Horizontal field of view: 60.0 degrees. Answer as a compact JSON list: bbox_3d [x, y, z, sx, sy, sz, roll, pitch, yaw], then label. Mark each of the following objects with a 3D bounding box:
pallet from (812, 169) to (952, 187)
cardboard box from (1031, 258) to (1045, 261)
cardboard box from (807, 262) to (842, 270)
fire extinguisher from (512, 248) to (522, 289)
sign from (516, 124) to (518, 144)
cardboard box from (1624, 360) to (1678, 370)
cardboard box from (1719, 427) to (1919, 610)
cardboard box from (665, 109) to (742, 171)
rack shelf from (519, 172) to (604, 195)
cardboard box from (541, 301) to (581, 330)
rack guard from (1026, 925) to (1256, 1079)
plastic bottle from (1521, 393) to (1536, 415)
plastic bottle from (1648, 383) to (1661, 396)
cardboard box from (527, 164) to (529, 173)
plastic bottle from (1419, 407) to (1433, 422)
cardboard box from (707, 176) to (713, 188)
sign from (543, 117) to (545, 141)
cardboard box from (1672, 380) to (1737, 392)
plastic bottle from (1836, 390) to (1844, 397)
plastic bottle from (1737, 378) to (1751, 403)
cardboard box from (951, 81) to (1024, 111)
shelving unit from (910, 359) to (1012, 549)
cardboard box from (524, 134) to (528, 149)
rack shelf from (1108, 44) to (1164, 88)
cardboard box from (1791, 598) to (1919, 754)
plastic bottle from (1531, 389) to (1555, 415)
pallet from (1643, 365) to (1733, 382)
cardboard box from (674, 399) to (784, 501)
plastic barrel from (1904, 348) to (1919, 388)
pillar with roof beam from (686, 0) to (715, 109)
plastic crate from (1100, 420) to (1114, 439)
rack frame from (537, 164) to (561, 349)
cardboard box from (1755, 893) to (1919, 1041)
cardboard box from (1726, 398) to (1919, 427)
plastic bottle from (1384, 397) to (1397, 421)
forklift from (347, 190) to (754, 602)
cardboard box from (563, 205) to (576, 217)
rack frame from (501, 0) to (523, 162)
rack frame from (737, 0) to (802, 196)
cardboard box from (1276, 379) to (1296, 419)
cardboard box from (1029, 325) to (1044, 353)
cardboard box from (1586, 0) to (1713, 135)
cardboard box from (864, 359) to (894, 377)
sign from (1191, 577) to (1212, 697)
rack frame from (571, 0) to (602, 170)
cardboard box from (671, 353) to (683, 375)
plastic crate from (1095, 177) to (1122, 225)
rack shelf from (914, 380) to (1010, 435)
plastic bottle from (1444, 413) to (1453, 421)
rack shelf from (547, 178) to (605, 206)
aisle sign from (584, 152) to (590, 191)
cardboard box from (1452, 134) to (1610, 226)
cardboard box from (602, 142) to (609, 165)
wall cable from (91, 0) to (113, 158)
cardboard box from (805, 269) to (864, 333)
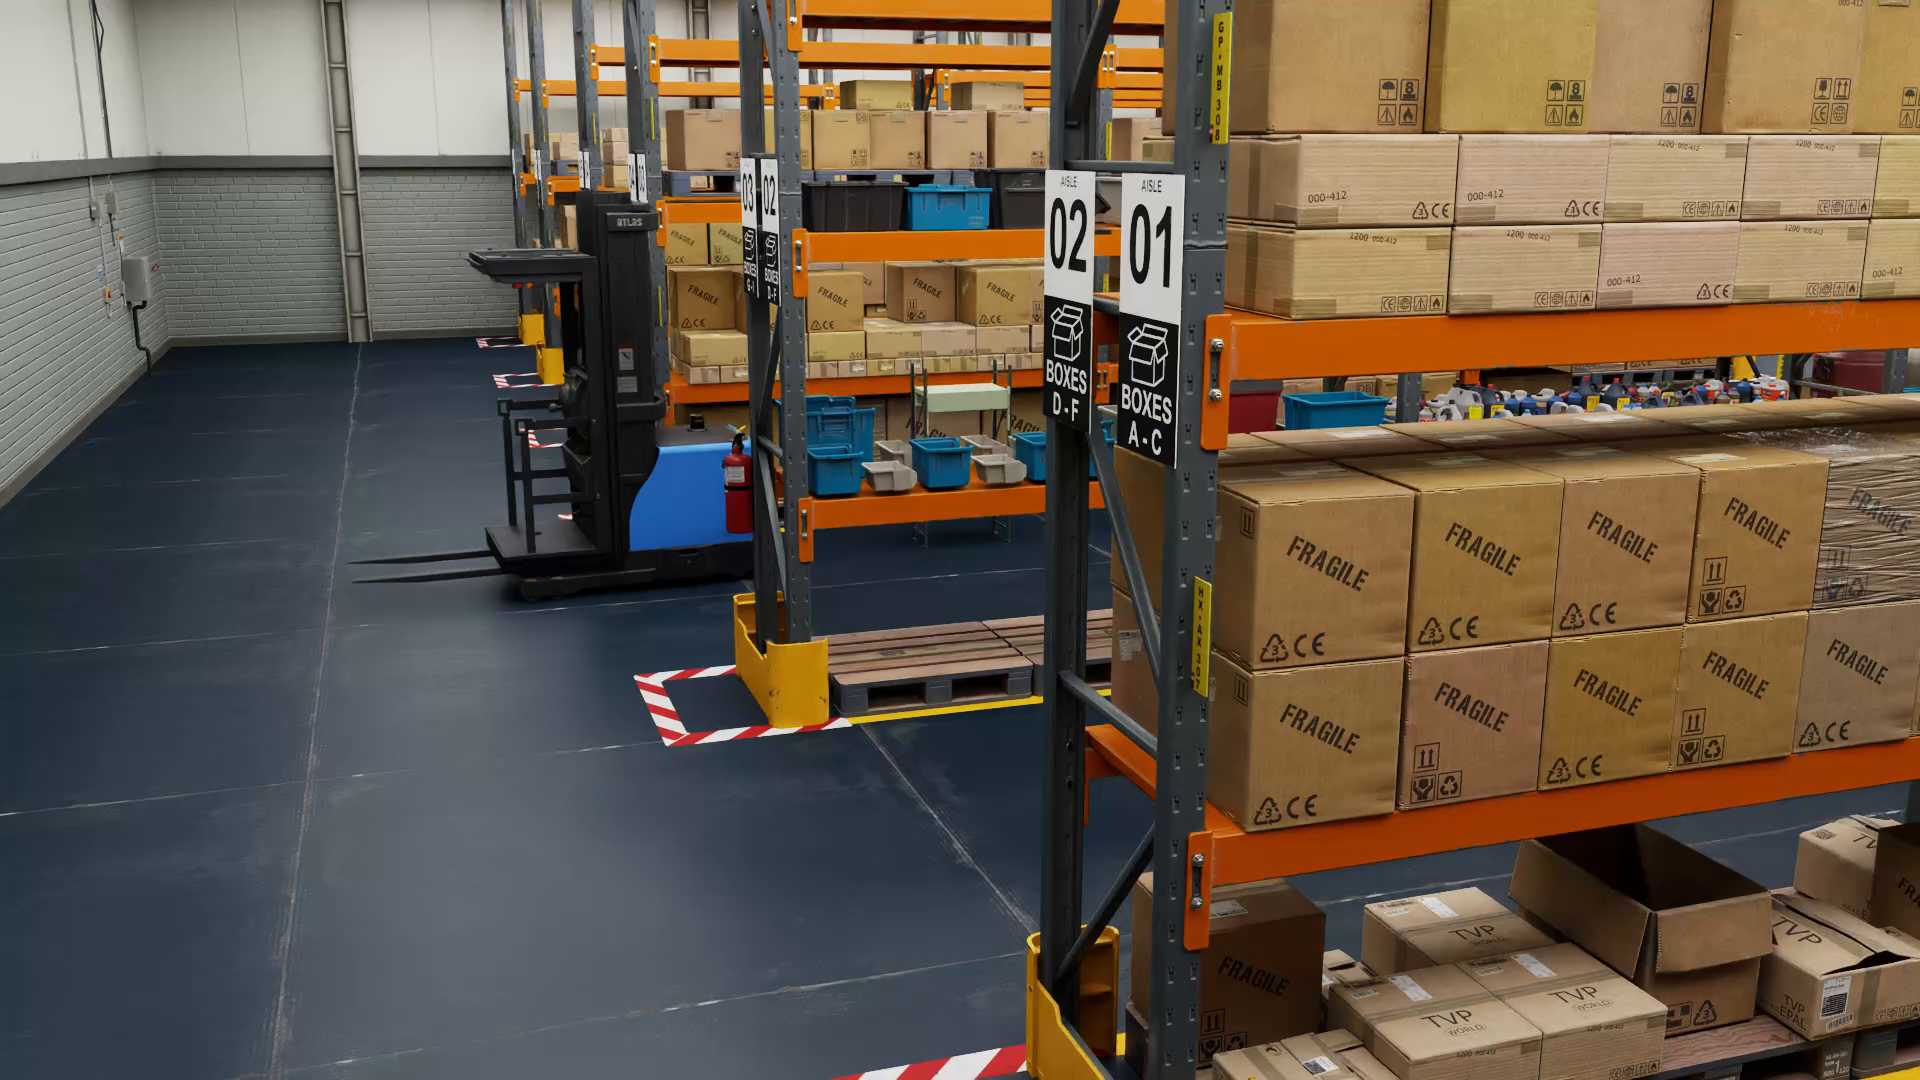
[{"bbox_3d":[-0.798,-3.164,14.672,1.213,0.211,1.003,-4,14,-18],"label":"pallet"},{"bbox_3d":[0.912,-3.348,20.087,0.250,0.149,0.380,-5,14,-19],"label":"cardboard box"},{"bbox_3d":[-1.684,-3.012,19.463,0.500,0.500,0.500,-5,14,-18],"label":"cardboard box"},{"bbox_3d":[-7.395,-4.531,27.680,0.183,0.674,0.296,-4,14,-18],"label":"fire extinguisher"},{"bbox_3d":[-7.230,-6.627,27.152,0.005,0.325,0.100,-4,14,-18],"label":"sign"},{"bbox_3d":[9.567,-2.917,23.607,0.875,0.875,0.875,-5,14,-19],"label":"cardboard box"},{"bbox_3d":[2.932,-0.088,5.652,0.500,0.500,0.500,-4,14,-18],"label":"cardboard box"},{"bbox_3d":[-2.180,-3.411,14.179,0.500,0.500,0.700,-5,14,-21],"label":"cardboard box"},{"bbox_3d":[-5.508,-6.119,28.457,4.000,0.370,1.077,-4,14,-18],"label":"rack shelf"},{"bbox_3d":[-6.794,-3.876,28.443,0.637,0.503,0.797,-5,14,-20],"label":"cardboard box"},{"bbox_3d":[0.572,1.783,5.565,0.348,0.500,1.175,-4,14,-18],"label":"rack guard"},{"bbox_3d":[3.994,-0.894,11.699,0.097,0.271,0.097,0,13,0],"label":"plastic bottle"},{"bbox_3d":[5.090,-1.017,12.214,0.097,0.271,0.097,0,13,0],"label":"plastic bottle"},{"bbox_3d":[-7.174,-6.273,28.095,0.250,0.149,0.380,-4,14,-17],"label":"cardboard box"},{"bbox_3d":[3.232,-0.823,11.551,0.097,0.201,0.097,0,13,0],"label":"plastic bottle"},{"bbox_3d":[-2.651,-4.137,18.897,0.500,0.250,0.500,-5,14,-20],"label":"cardboard box"},{"bbox_3d":[-5.645,-5.574,22.554,0.005,0.325,0.100,-4,14,-18],"label":"sign"},{"bbox_3d":[8.128,-1.443,18.178,0.500,0.500,0.700,-6,14,-22],"label":"cardboard box"},{"bbox_3d":[6.258,-0.924,11.797,0.133,0.283,0.061,-4,14,-18],"label":"plastic bottle"},{"bbox_3d":[5.874,-1.078,12.470,0.097,0.271,0.097,0,13,0],"label":"plastic bottle"},{"bbox_3d":[0.242,-3.953,14.837,0.500,0.250,0.500,-5,14,-22],"label":"cardboard box"},{"bbox_3d":[0.006,-0.730,13.971,0.755,1.500,0.431,-4,14,-18],"label":"shelving unit"},{"bbox_3d":[-7.071,-6.730,28.073,0.500,0.250,0.500,-5,14,-20],"label":"cardboard box"},{"bbox_3d":[3.031,-4.417,15.684,4.000,0.370,1.077,-4,14,-18],"label":"rack shelf"},{"bbox_3d":[2.925,0.399,5.767,0.500,0.500,0.500,-4,14,-17],"label":"cardboard box"},{"bbox_3d":[4.157,-0.940,11.879,0.135,0.276,0.152,-4,14,-18],"label":"plastic bottle"},{"bbox_3d":[10.289,-2.443,23.959,1.213,0.211,1.003,-4,14,-18],"label":"pallet"},{"bbox_3d":[-2.075,-0.835,14.857,0.875,0.875,0.875,-4,14,-18],"label":"cardboard box"},{"bbox_3d":[7.413,-1.281,12.806,0.421,0.512,0.421,0,13,0],"label":"plastic barrel"},{"bbox_3d":[-3.187,-7.278,25.293,0.400,9.000,9.100,-4,14,-18],"label":"pillar with roof beam"},{"bbox_3d":[0.788,-0.669,10.706,0.300,0.233,0.416,-4,14,-18],"label":"plastic crate"},{"bbox_3d":[-5.817,-3.773,23.525,0.127,3.000,1.000,-4,14,-18],"label":"rack frame"},{"bbox_3d":[3.131,1.531,6.082,0.500,0.311,0.500,-4,14,-18],"label":"cardboard box"},{"bbox_3d":[3.266,-0.246,6.318,0.500,0.500,0.500,-5,14,-20],"label":"cardboard box"},{"bbox_3d":[2.985,-0.848,11.496,0.135,0.276,0.152,-4,14,-18],"label":"plastic bottle"},{"bbox_3d":[-3.083,-1.111,12.480,3.031,2.935,1.130,-5,14,-22],"label":"forklift"},{"bbox_3d":[-5.392,-4.590,23.177,0.250,0.149,0.380,-4,14,-17],"label":"cardboard box"},{"bbox_3d":[-7.403,-7.780,27.406,0.127,3.000,1.000,-4,14,-18],"label":"rack frame"},{"bbox_3d":[-1.076,-3.432,9.126,0.127,3.000,1.000,-4,14,-18],"label":"rack frame"},{"bbox_3d":[2.582,-1.184,16.320,0.875,0.875,1.225,-5,14,-20],"label":"cardboard box"},{"bbox_3d":[0.800,-1.877,15.232,0.500,0.250,0.500,-5,14,-19],"label":"cardboard box"},{"bbox_3d":[1.922,-1.542,5.283,0.500,0.500,0.700,-4,14,-18],"label":"cardboard box"},{"bbox_3d":[-0.757,-1.545,14.700,0.250,0.149,0.380,-5,14,-19],"label":"cardboard box"},{"bbox_3d":[0.673,0.271,4.651,0.005,0.325,0.100,-4,14,-18],"label":"sign"},{"bbox_3d":[-4.142,-5.614,18.297,0.127,3.000,1.000,-4,14,-18],"label":"rack frame"},{"bbox_3d":[-2.424,-1.576,14.830,0.250,0.149,0.380,-4,14,-17],"label":"cardboard box"},{"bbox_3d":[1.123,-2.011,9.890,0.530,0.282,0.437,-4,14,-18],"label":"plastic crate"},{"bbox_3d":[0.006,-1.110,13.881,0.720,0.370,0.431,-4,14,-18],"label":"rack shelf"},{"bbox_3d":[3.198,-0.686,10.795,0.133,0.283,0.061,-4,14,-18],"label":"plastic bottle"},{"bbox_3d":[-3.921,-5.030,23.881,4.000,0.370,1.077,-4,14,-18],"label":"rack shelf"},{"bbox_3d":[-4.116,-3.889,18.392,0.004,0.787,0.394,-4,14,-18],"label":"aisle sign"},{"bbox_3d":[1.546,-1.073,4.932,0.500,0.250,0.500,-4,14,-18],"label":"cardboard box"},{"bbox_3d":[-3.787,-4.415,18.982,0.500,0.250,0.500,-5,14,-20],"label":"cardboard box"},{"bbox_3d":[-12.208,-7.008,24.076,0.133,3.039,2.988,-4,14,-18],"label":"wall cable"},{"bbox_3d":[-1.152,-2.089,14.505,0.500,0.500,0.500,-5,14,-20],"label":"cardboard box"}]
